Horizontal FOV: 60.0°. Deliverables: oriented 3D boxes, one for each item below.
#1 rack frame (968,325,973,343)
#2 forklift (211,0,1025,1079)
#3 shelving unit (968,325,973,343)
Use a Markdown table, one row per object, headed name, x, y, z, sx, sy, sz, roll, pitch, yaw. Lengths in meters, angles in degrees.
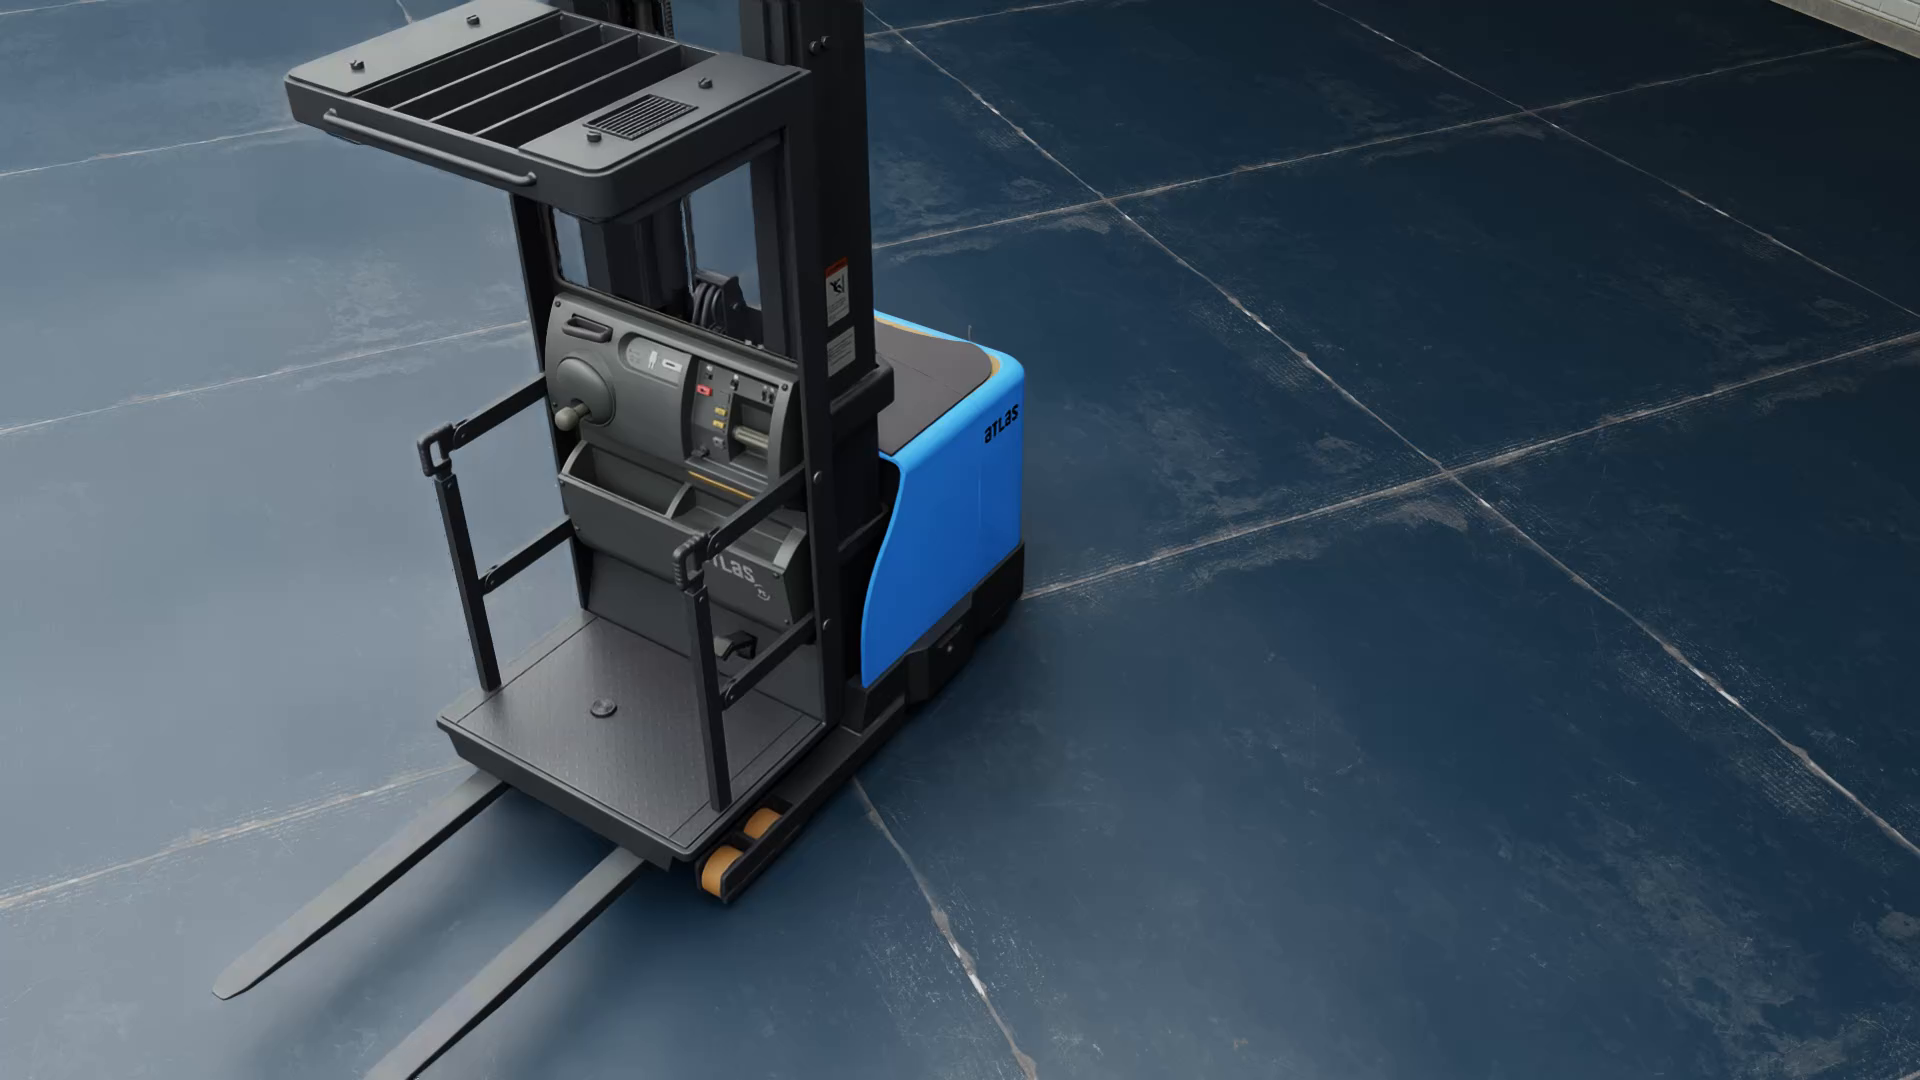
| name | x | y | z | sx | sy | sz | roll | pitch | yaw |
| --- | --- | --- | --- | --- | --- | --- | --- | --- | --- |
| rack frame | 0.088 | -0.396 | 6.528 | 0.006 | 0.900 | 0.240 | -17 | 40 | -22 |
| forklift | -0.991 | -0.374 | 4.794 | 1.130 | 2.935 | 3.031 | 22 | 42 | 26 |
| shelving unit | -0.003 | -0.368 | 6.490 | 0.210 | 0.900 | 0.258 | -17 | 40 | -22 |
